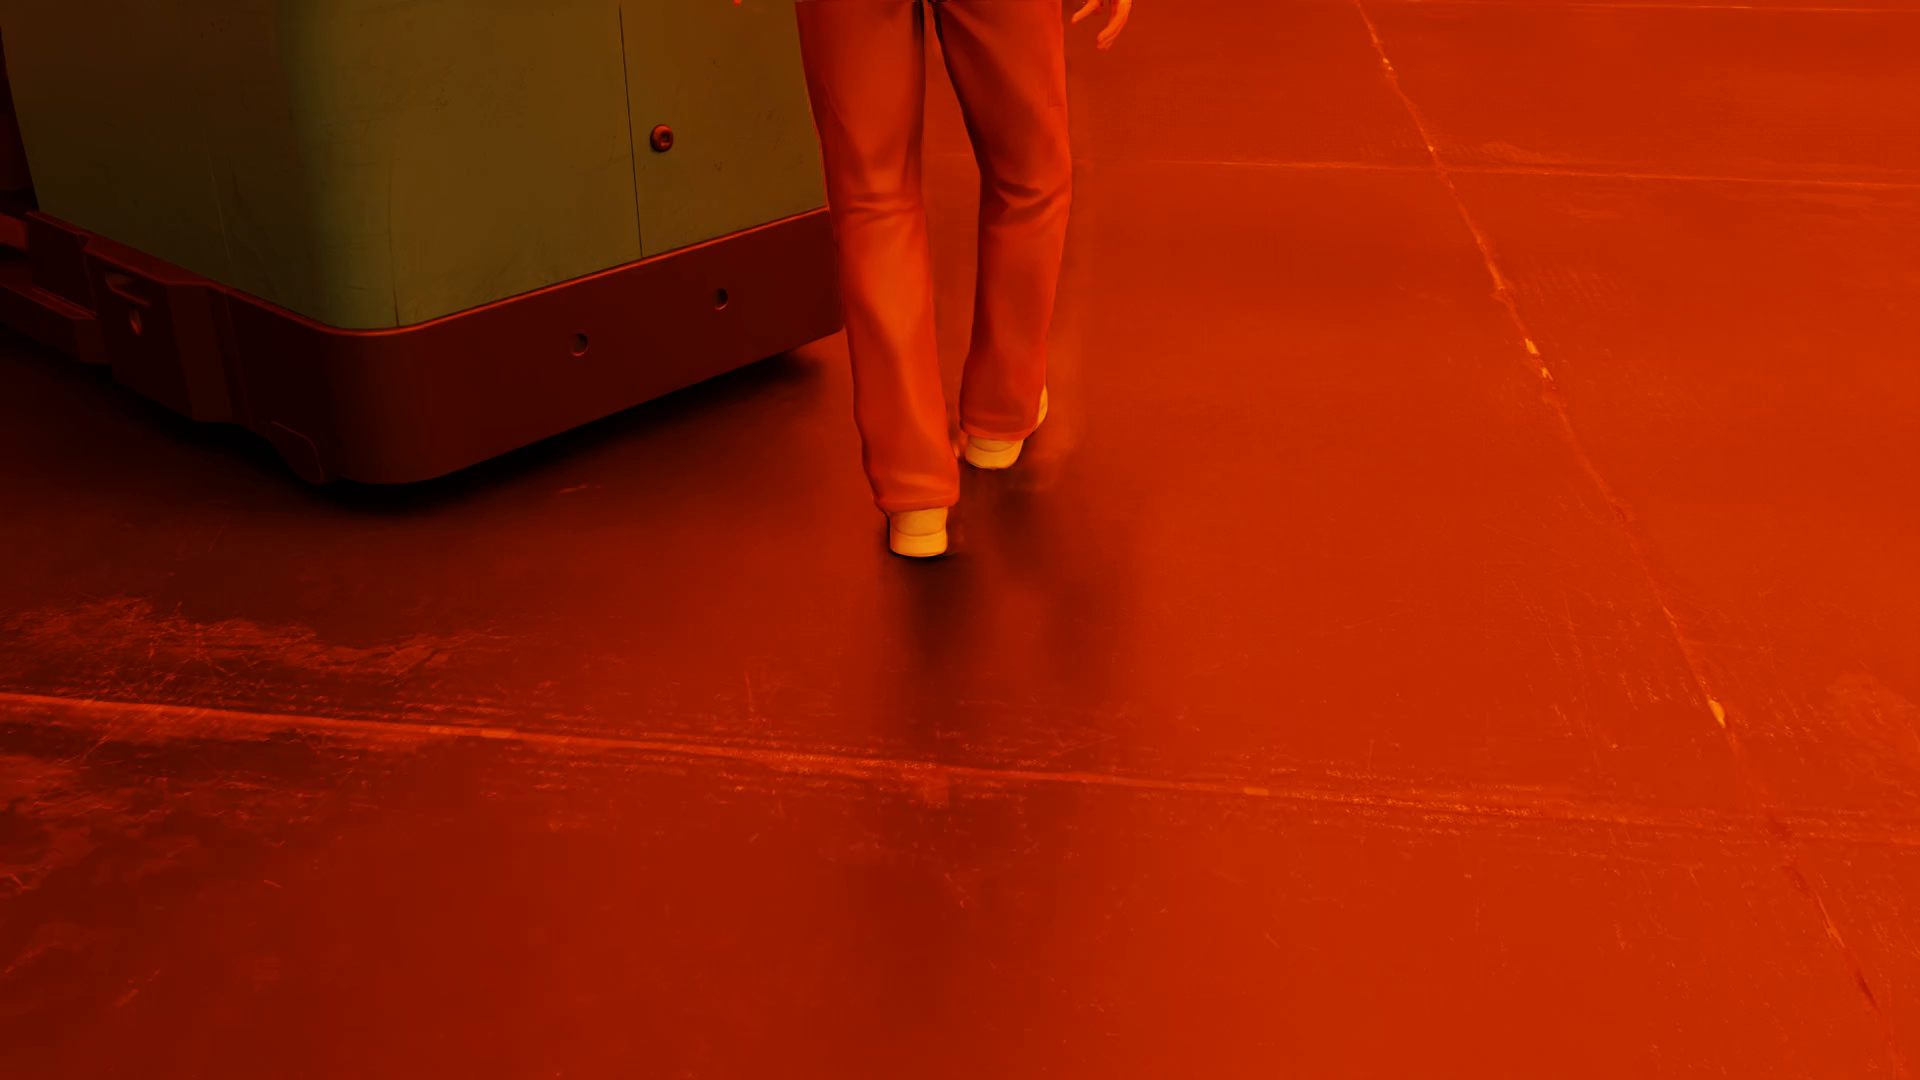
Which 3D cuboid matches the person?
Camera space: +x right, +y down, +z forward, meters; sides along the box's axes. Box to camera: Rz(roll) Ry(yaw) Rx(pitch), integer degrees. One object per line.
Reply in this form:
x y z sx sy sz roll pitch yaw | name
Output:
-0.069 -0.840 2.271 0.618 1.596 0.504 1 27 2 | person

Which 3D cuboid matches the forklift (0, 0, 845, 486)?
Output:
-1.664 -1.927 3.079 3.031 2.935 1.130 21 33 35 | forklift
